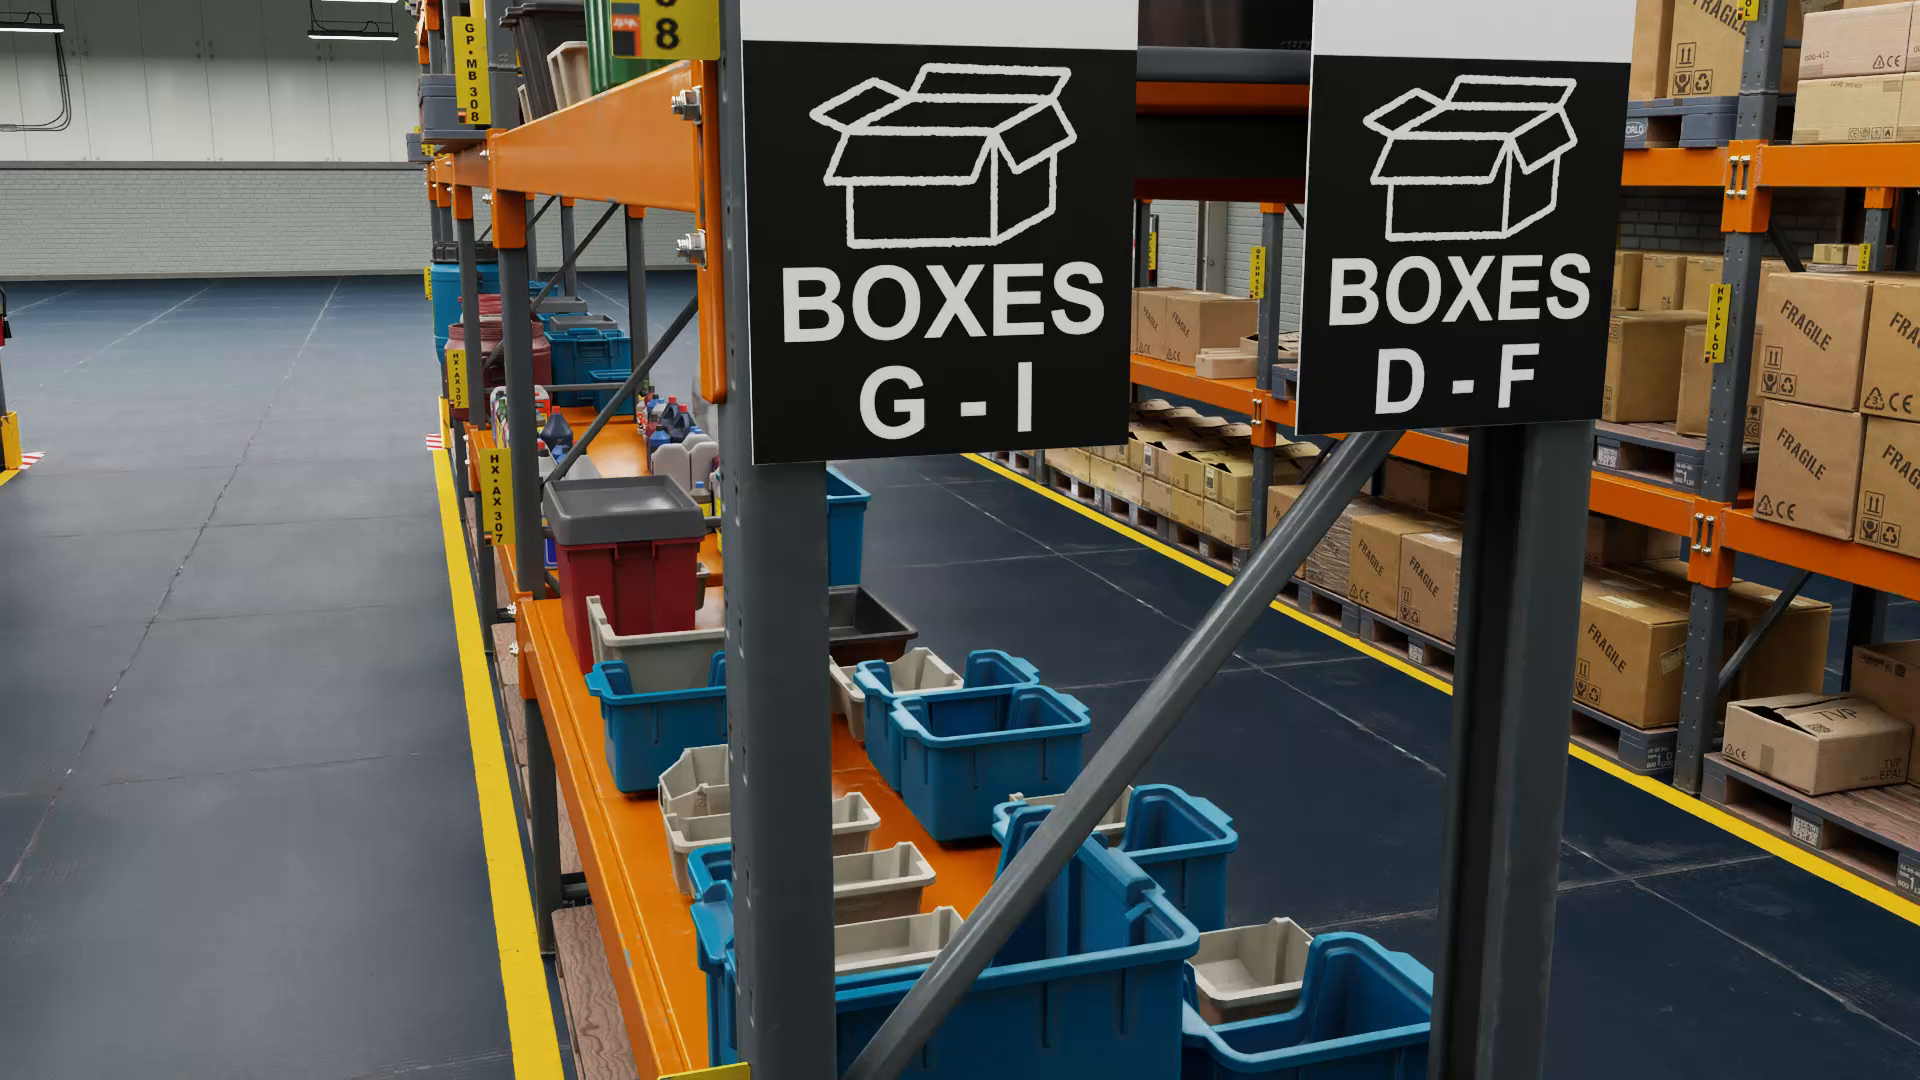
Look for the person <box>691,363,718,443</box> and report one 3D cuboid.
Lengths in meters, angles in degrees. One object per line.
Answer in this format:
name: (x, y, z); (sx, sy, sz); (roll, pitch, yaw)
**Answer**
person: (-1.629, -0.670, 11.475); (0.536, 1.814, 0.488); (-7, 14, -29)
